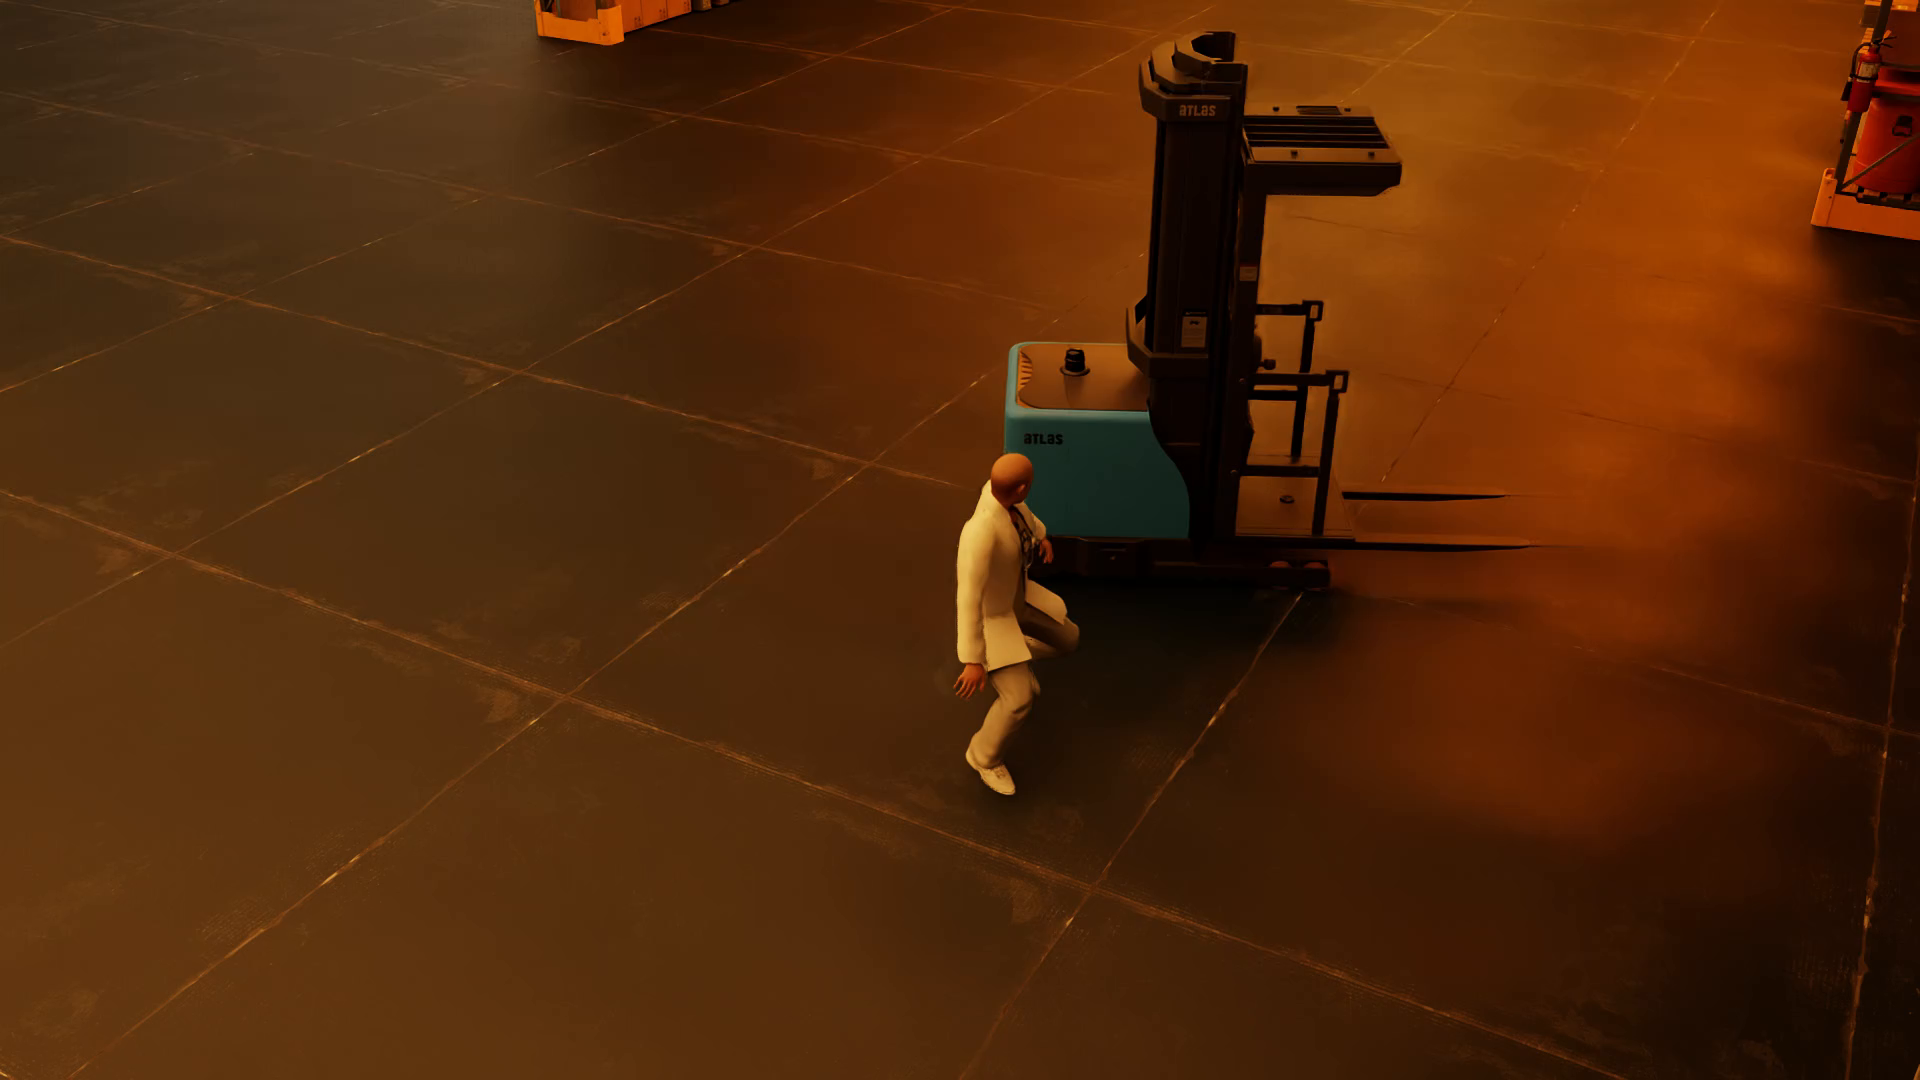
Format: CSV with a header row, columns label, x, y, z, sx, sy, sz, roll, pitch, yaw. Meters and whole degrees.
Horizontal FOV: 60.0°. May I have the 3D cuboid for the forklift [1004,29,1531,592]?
label,x,y,z,sx,sy,sz,roll,pitch,yaw
forklift,1.768,-1.249,9.235,3.031,2.935,1.130,2,30,3

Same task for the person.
label,x,y,z,sx,sy,sz,roll,pitch,yaw
person,0.200,0.337,7.838,0.542,1.658,1.120,14,33,23
